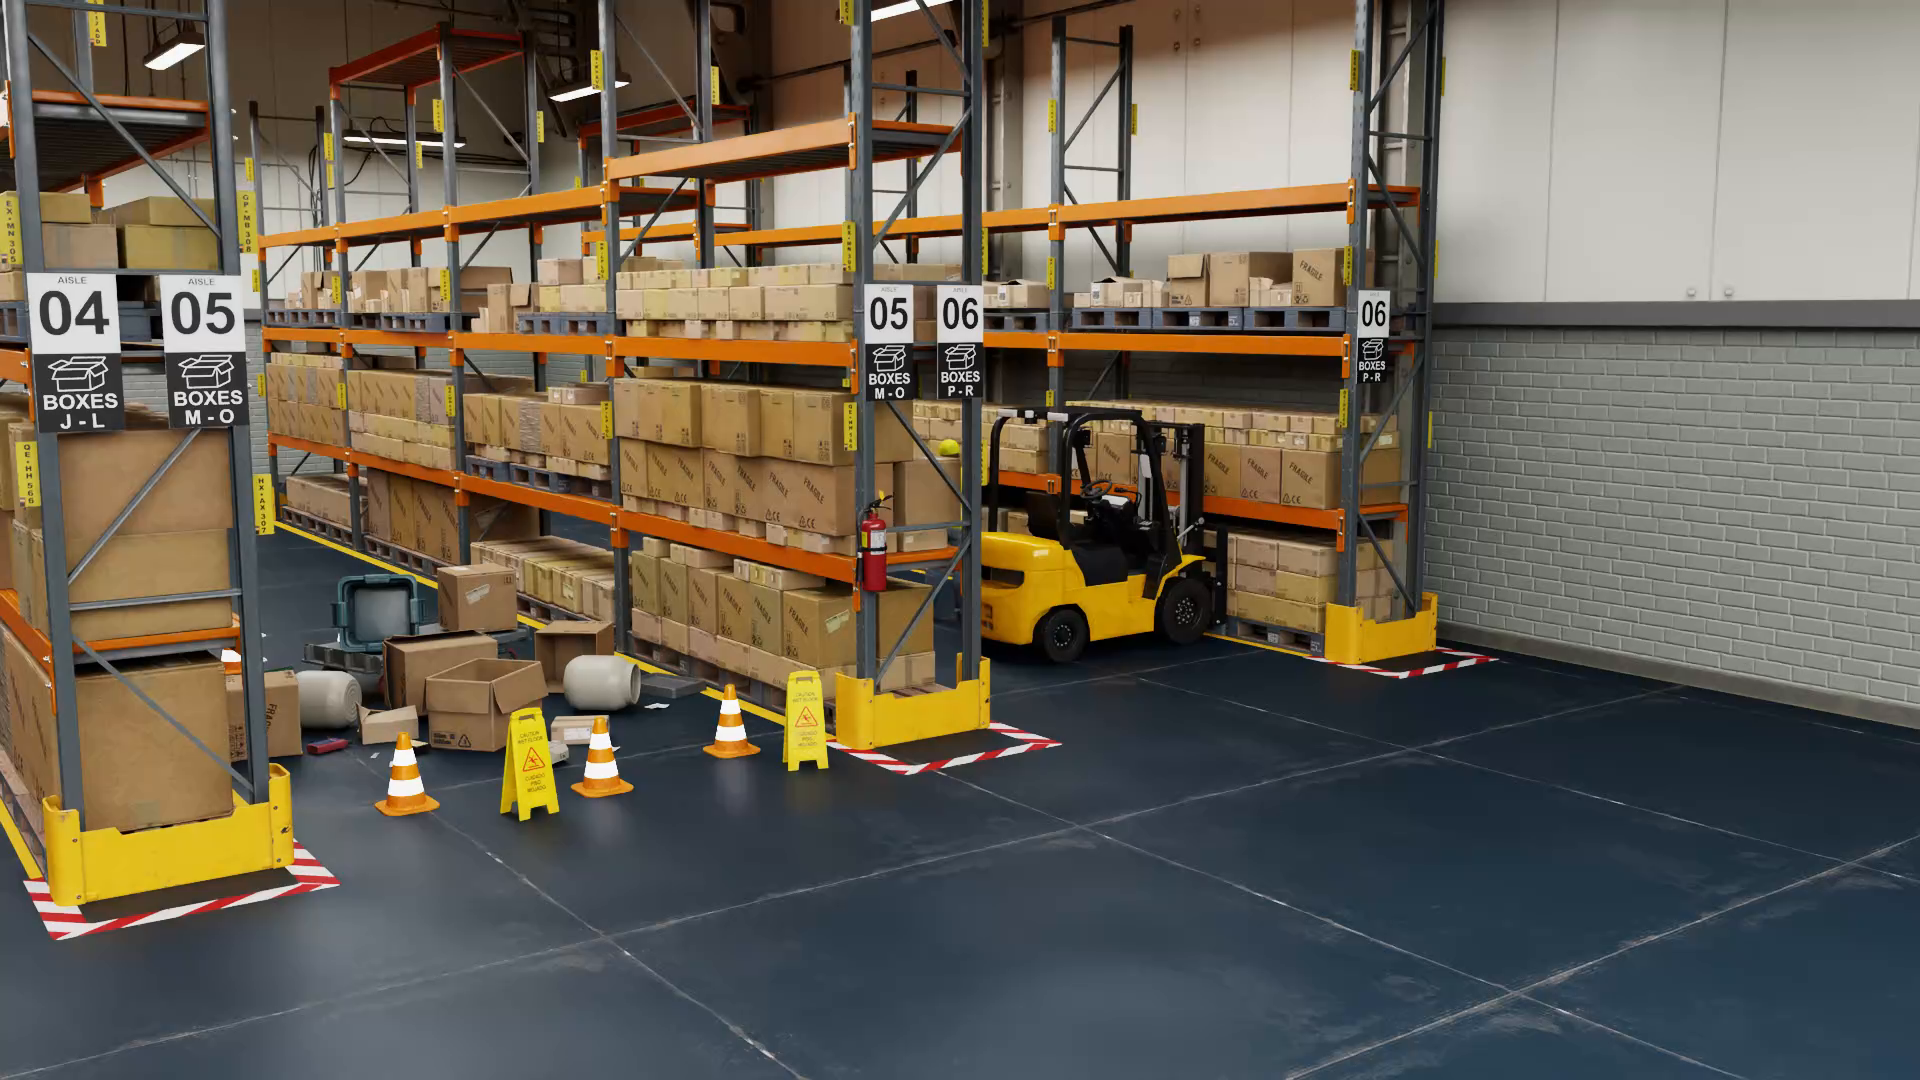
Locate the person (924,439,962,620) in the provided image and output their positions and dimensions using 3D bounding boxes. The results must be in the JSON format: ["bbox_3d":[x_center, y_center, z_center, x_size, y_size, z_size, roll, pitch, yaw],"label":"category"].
[{"bbox_3d":[-0.127,-0.110,16.356,0.677,1.764,0.463,0,8,-3],"label":"person"}]
